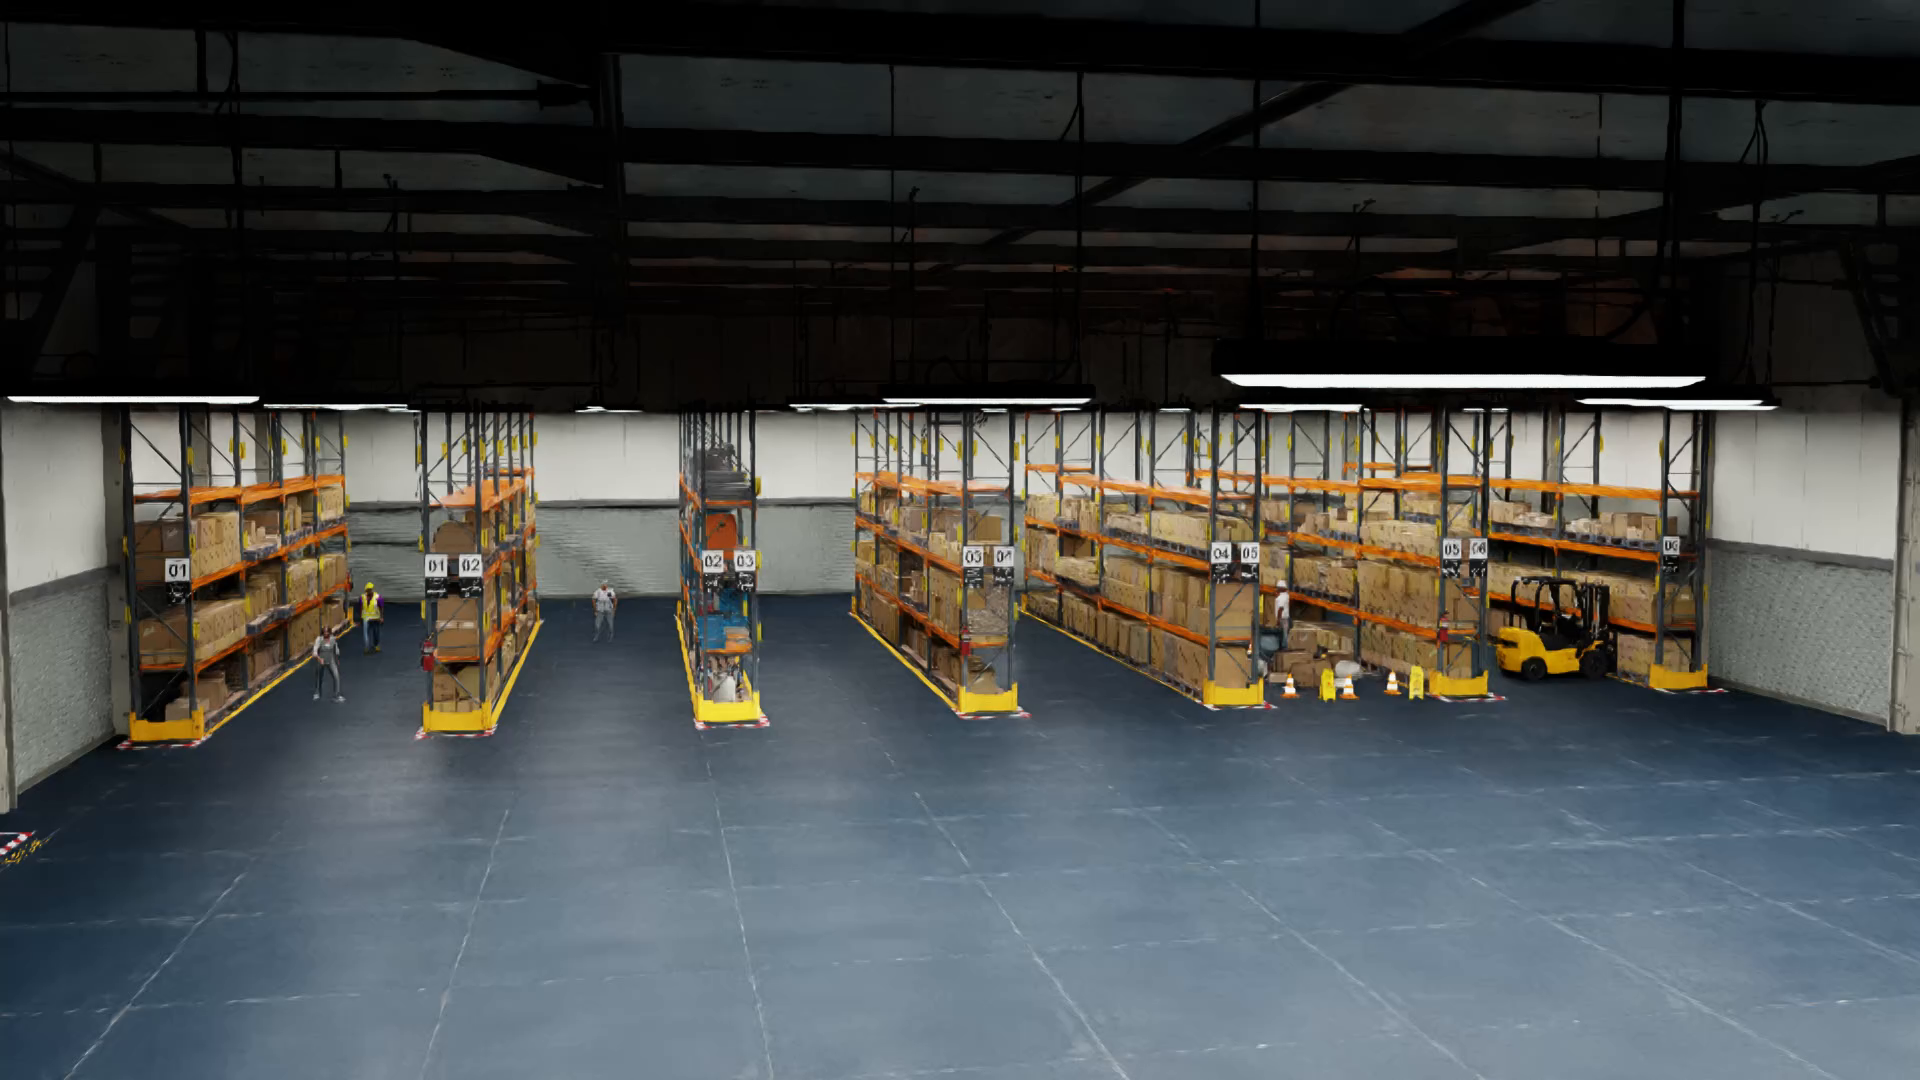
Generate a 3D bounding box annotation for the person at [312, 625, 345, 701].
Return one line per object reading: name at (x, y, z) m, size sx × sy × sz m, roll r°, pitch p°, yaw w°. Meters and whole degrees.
person at (-12.648, 2.448, 33.201) m, size 0.554 × 1.512 × 0.786 m, roll -2°, pitch 5°, yaw -29°

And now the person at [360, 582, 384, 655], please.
person at (-14.095, 1.863, 39.840) m, size 0.591 × 1.716 × 1.042 m, roll -1°, pitch 4°, yaw -12°

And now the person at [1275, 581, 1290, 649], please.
person at (7.623, 1.843, 39.577) m, size 0.585 × 1.763 × 0.682 m, roll 1°, pitch 4°, yaw 14°

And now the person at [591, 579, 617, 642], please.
person at (-8.939, 1.776, 41.801) m, size 0.625 × 1.607 × 0.582 m, roll -1°, pitch 4°, yaw -13°
